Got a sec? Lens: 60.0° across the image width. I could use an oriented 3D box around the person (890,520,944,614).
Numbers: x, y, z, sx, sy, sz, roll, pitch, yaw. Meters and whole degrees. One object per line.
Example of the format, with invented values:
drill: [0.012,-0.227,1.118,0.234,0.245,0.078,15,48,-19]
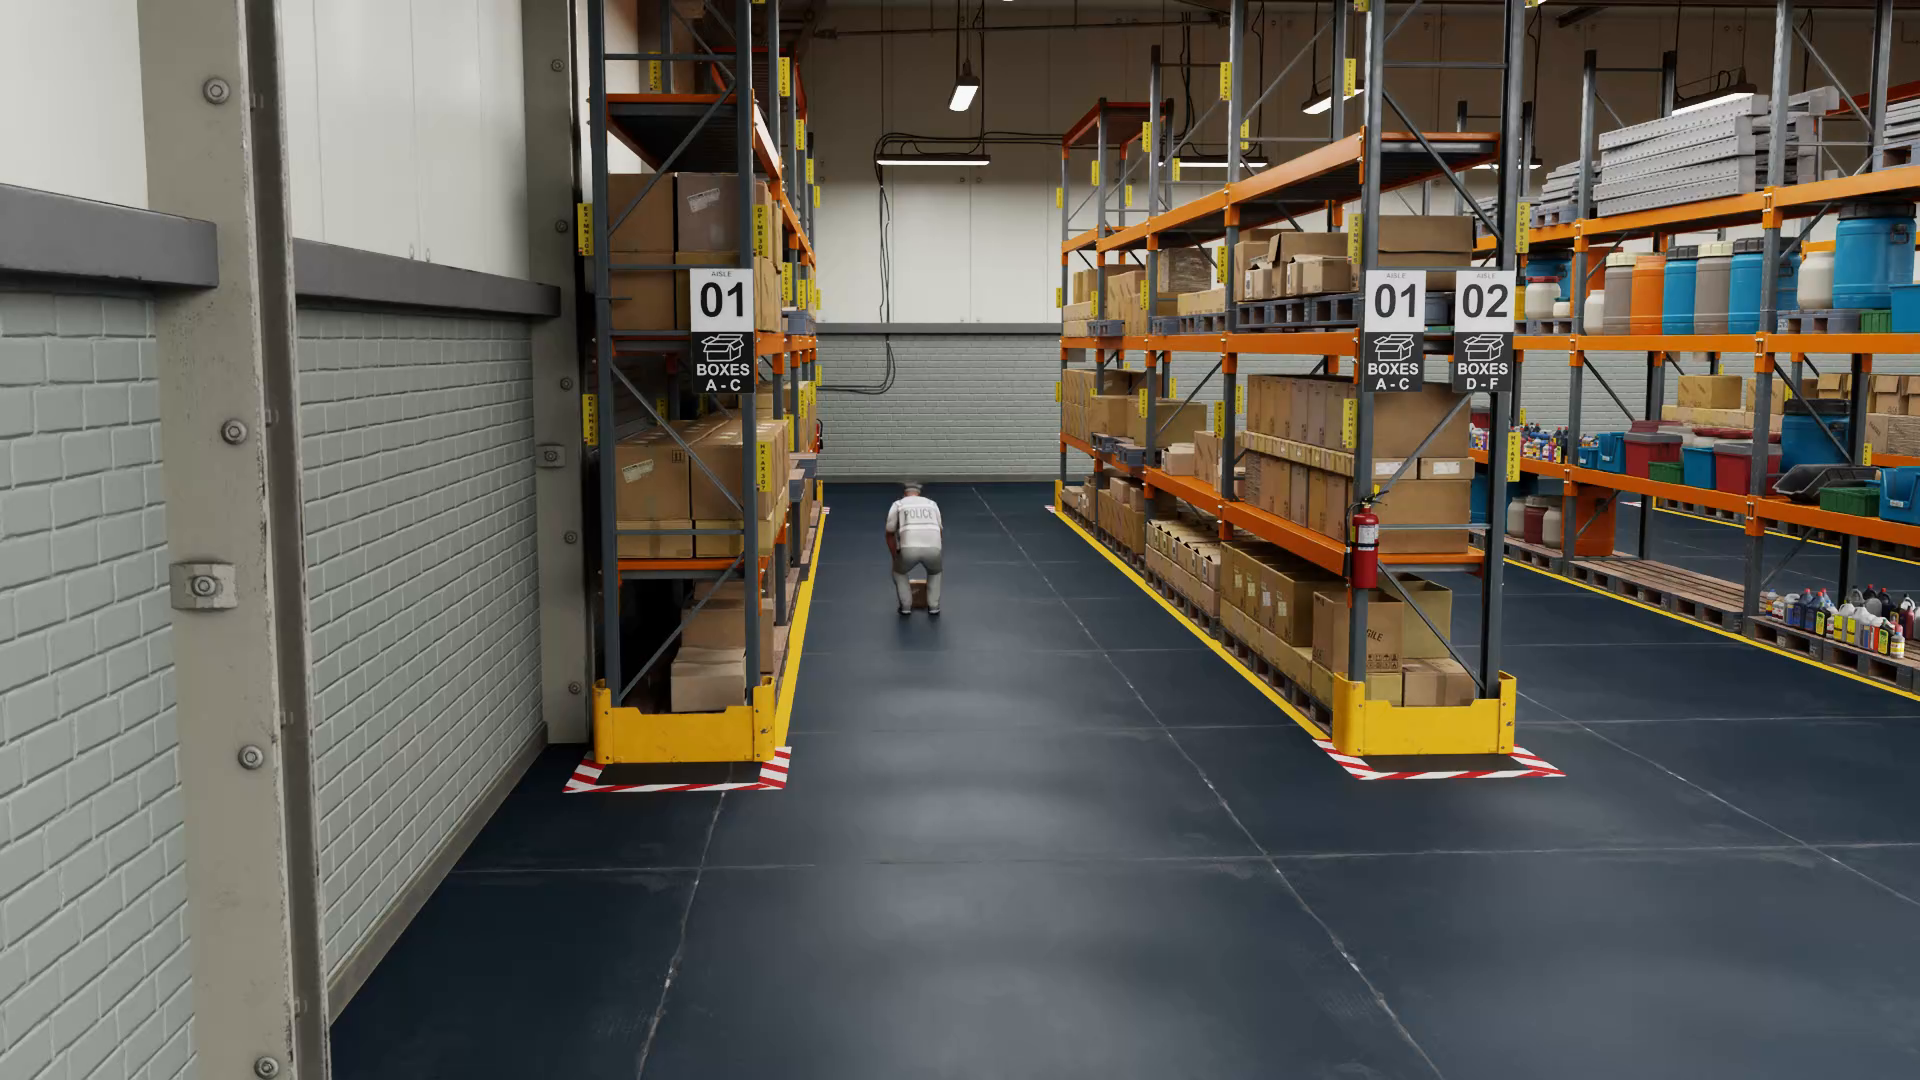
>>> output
person: [-0.436,0.278,17.026,0.554,0.900,0.957,0,7,-4]
